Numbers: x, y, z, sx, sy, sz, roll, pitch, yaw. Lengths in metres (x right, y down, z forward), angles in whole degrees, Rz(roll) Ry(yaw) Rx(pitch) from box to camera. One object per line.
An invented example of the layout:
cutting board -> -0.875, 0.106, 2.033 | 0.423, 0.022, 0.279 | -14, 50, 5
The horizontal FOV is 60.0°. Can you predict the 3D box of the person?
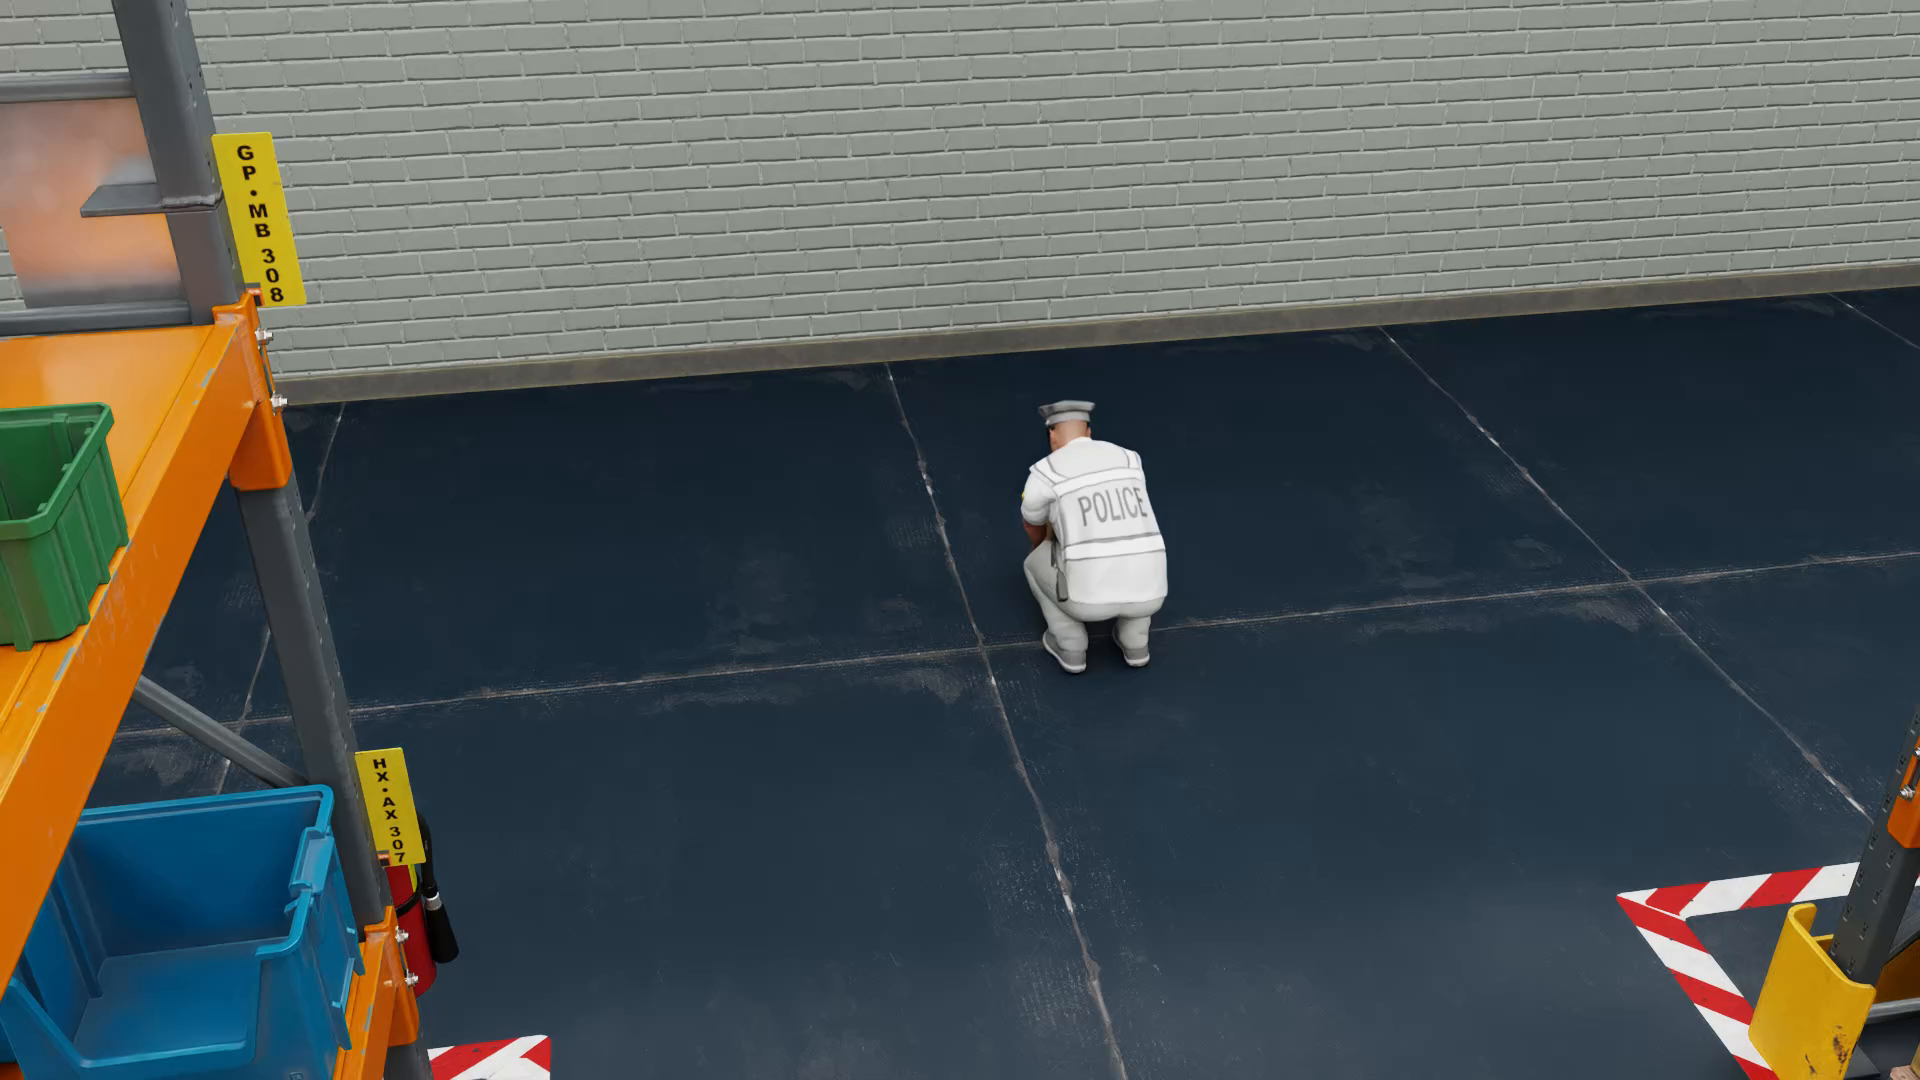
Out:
person -> 0.548, -0.025, 6.915 | 0.556, 1.006, 0.907 | -5, 31, -9
